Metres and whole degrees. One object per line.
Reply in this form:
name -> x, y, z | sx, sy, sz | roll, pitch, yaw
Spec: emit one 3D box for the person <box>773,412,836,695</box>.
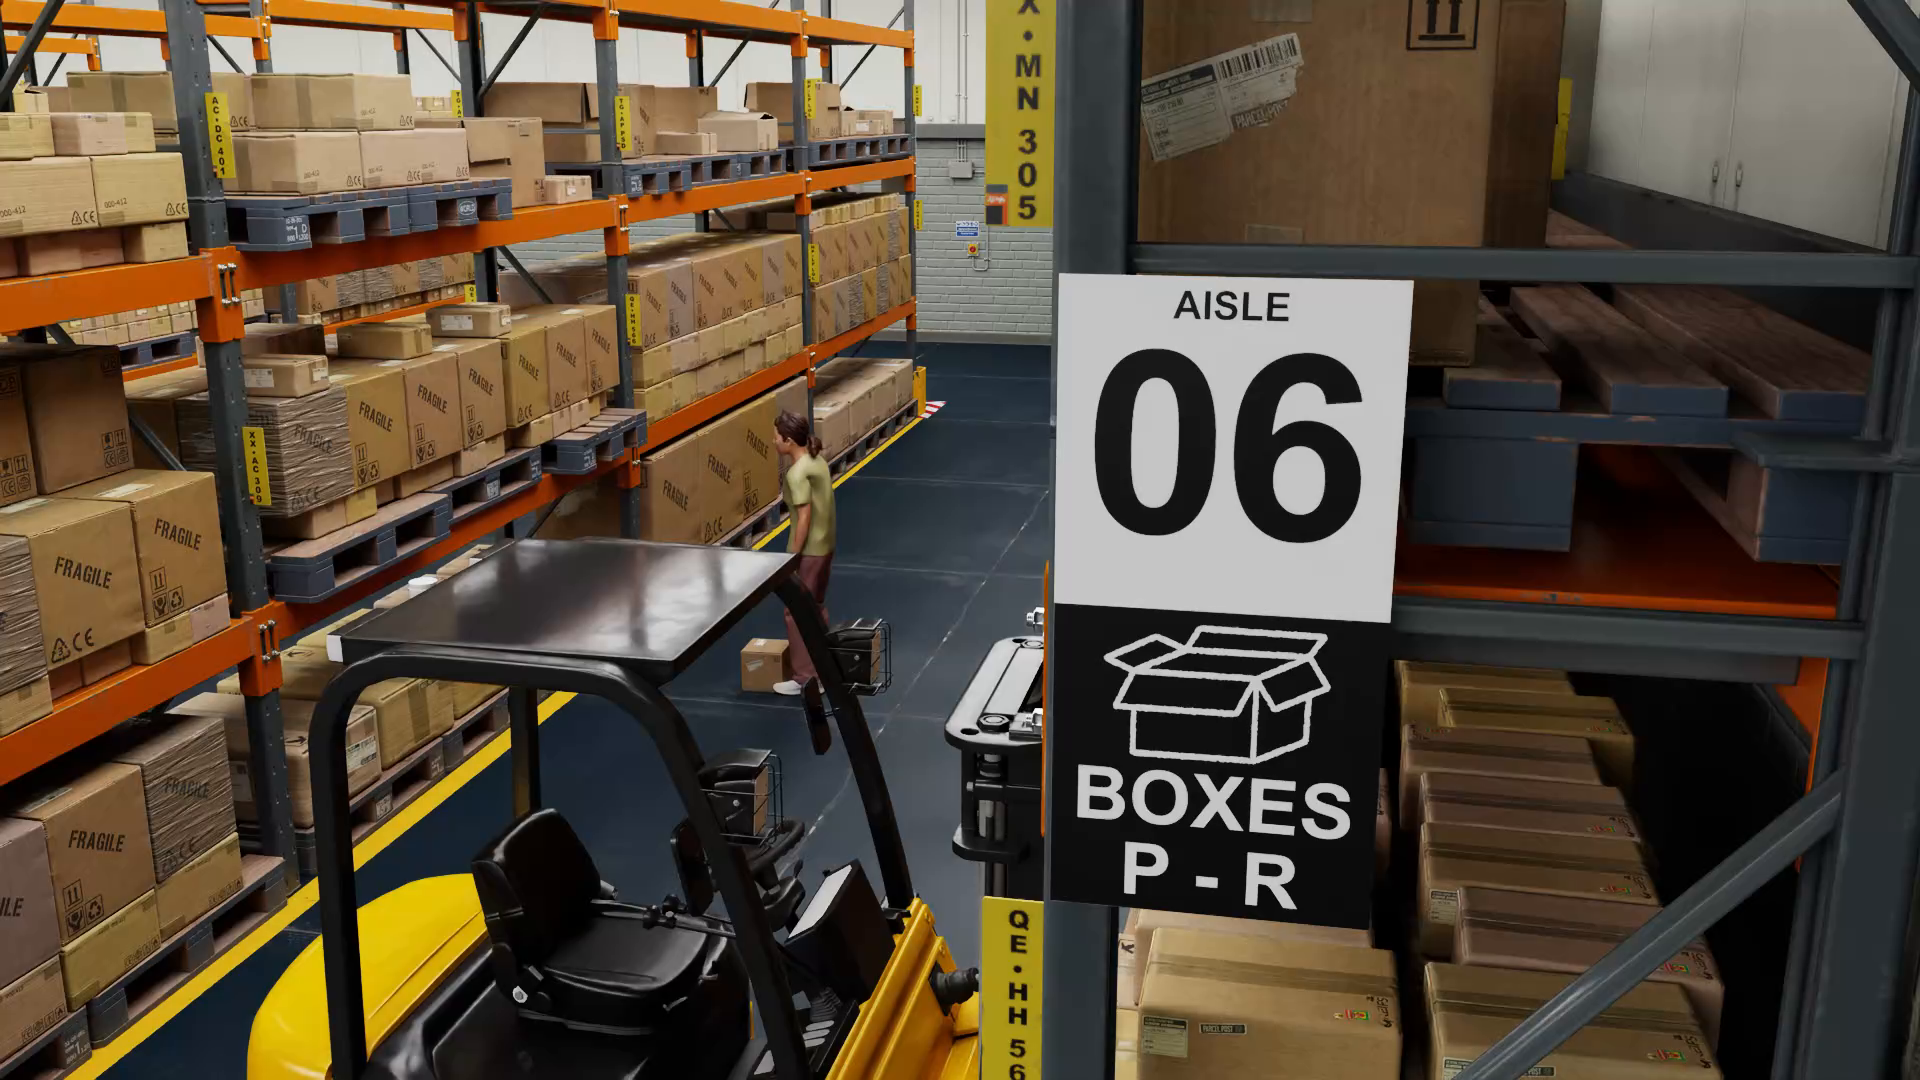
person -> -0.909, 0.072, 9.739 | 0.354, 1.673, 0.500 | 3, 15, 11
